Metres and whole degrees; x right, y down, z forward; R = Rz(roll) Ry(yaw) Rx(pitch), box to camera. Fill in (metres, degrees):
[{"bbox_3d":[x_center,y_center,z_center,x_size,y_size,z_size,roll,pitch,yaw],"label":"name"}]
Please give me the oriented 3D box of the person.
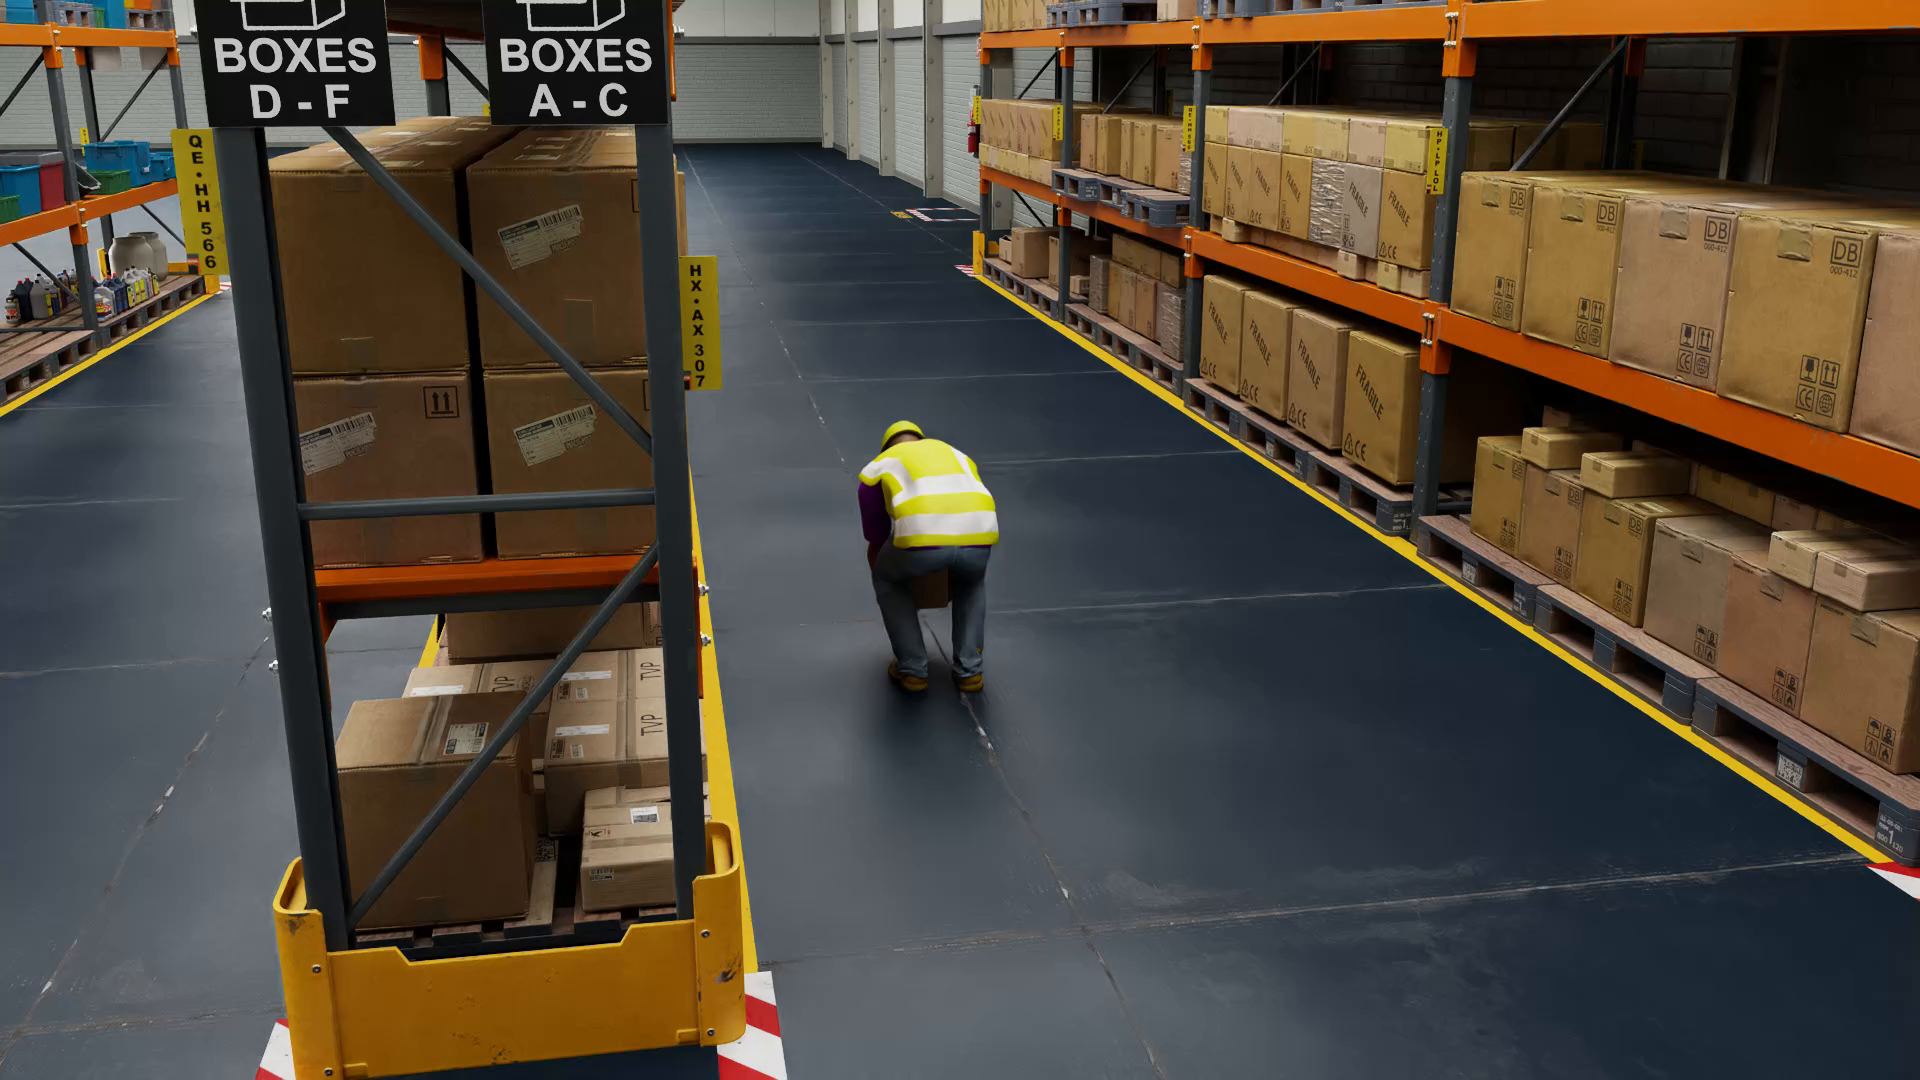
[{"bbox_3d":[-0.151,0.073,7.068,0.526,1.025,0.961,-4,17,-13],"label":"person"}]
